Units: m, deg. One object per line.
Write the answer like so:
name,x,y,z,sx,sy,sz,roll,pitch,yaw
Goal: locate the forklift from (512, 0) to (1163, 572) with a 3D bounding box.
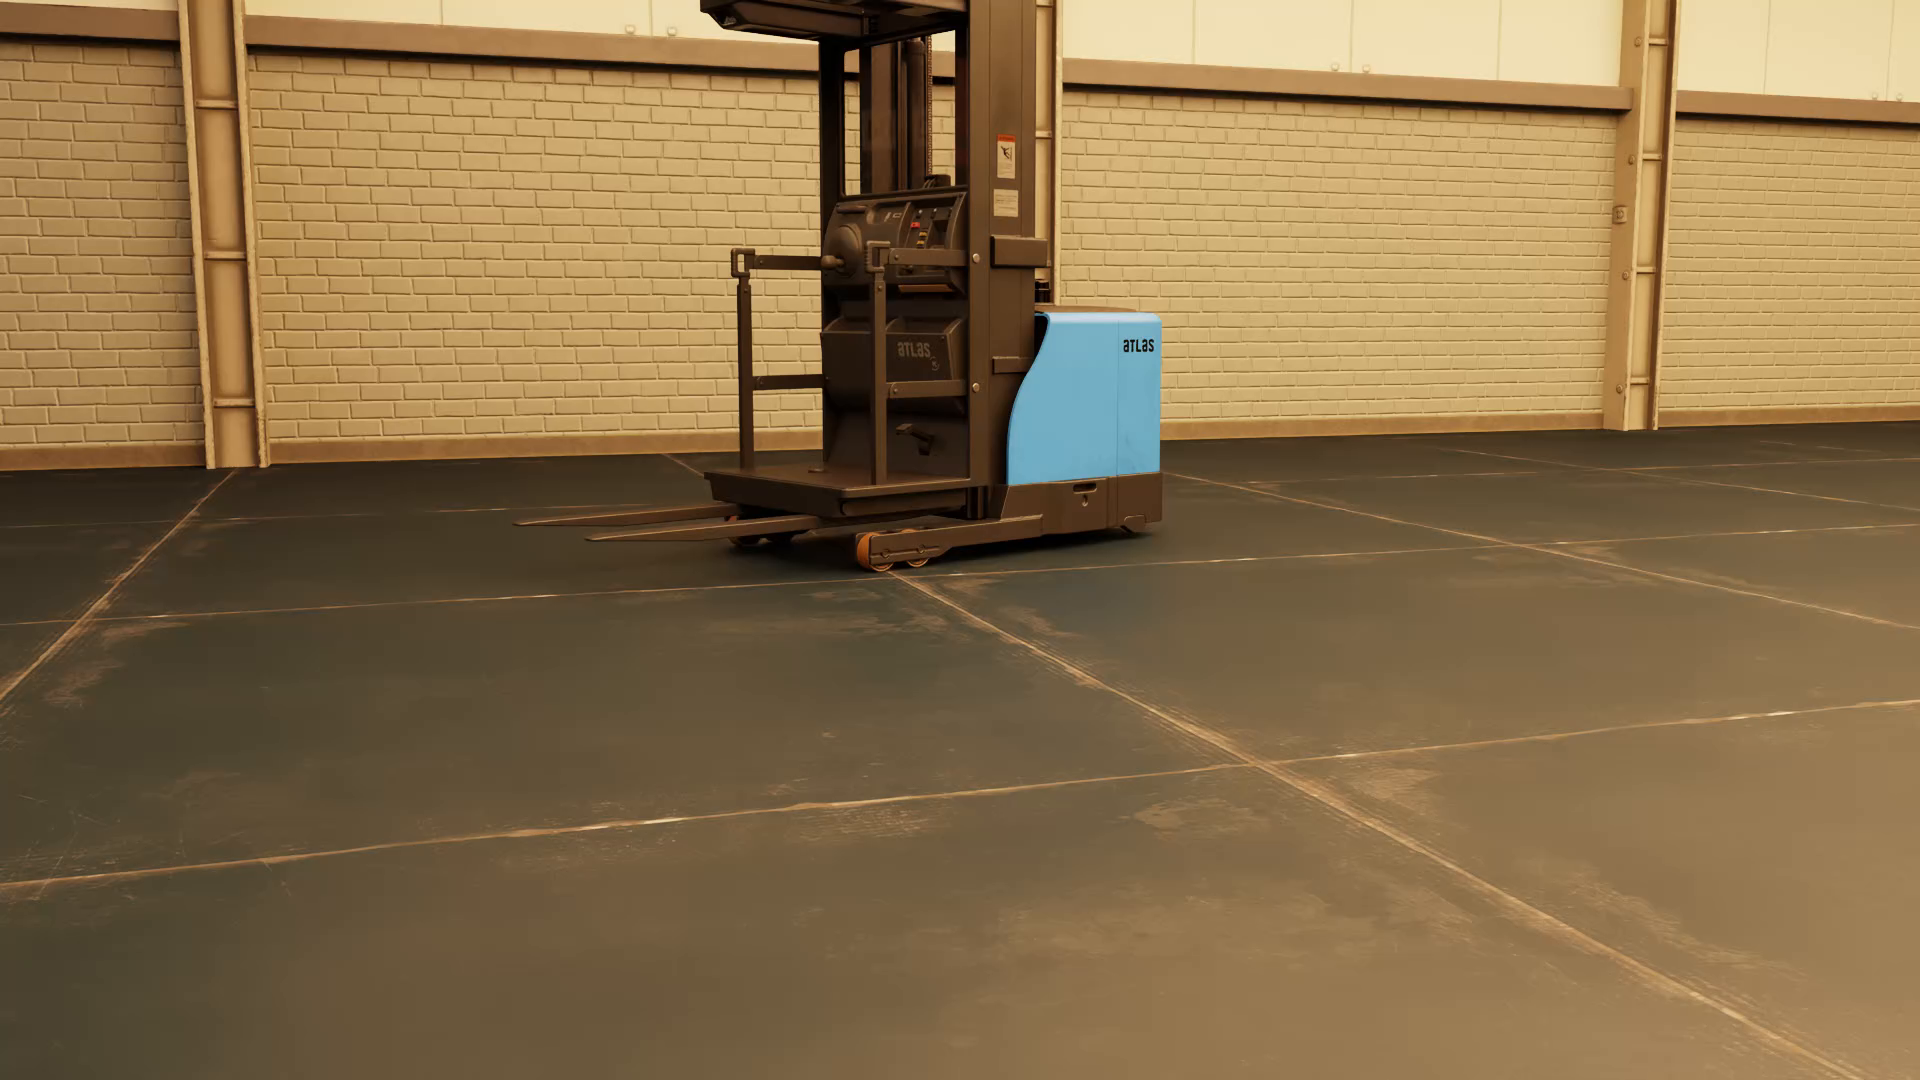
forklift,-0.461,-1.399,7.333,3.031,2.935,1.130,-7,10,-40
